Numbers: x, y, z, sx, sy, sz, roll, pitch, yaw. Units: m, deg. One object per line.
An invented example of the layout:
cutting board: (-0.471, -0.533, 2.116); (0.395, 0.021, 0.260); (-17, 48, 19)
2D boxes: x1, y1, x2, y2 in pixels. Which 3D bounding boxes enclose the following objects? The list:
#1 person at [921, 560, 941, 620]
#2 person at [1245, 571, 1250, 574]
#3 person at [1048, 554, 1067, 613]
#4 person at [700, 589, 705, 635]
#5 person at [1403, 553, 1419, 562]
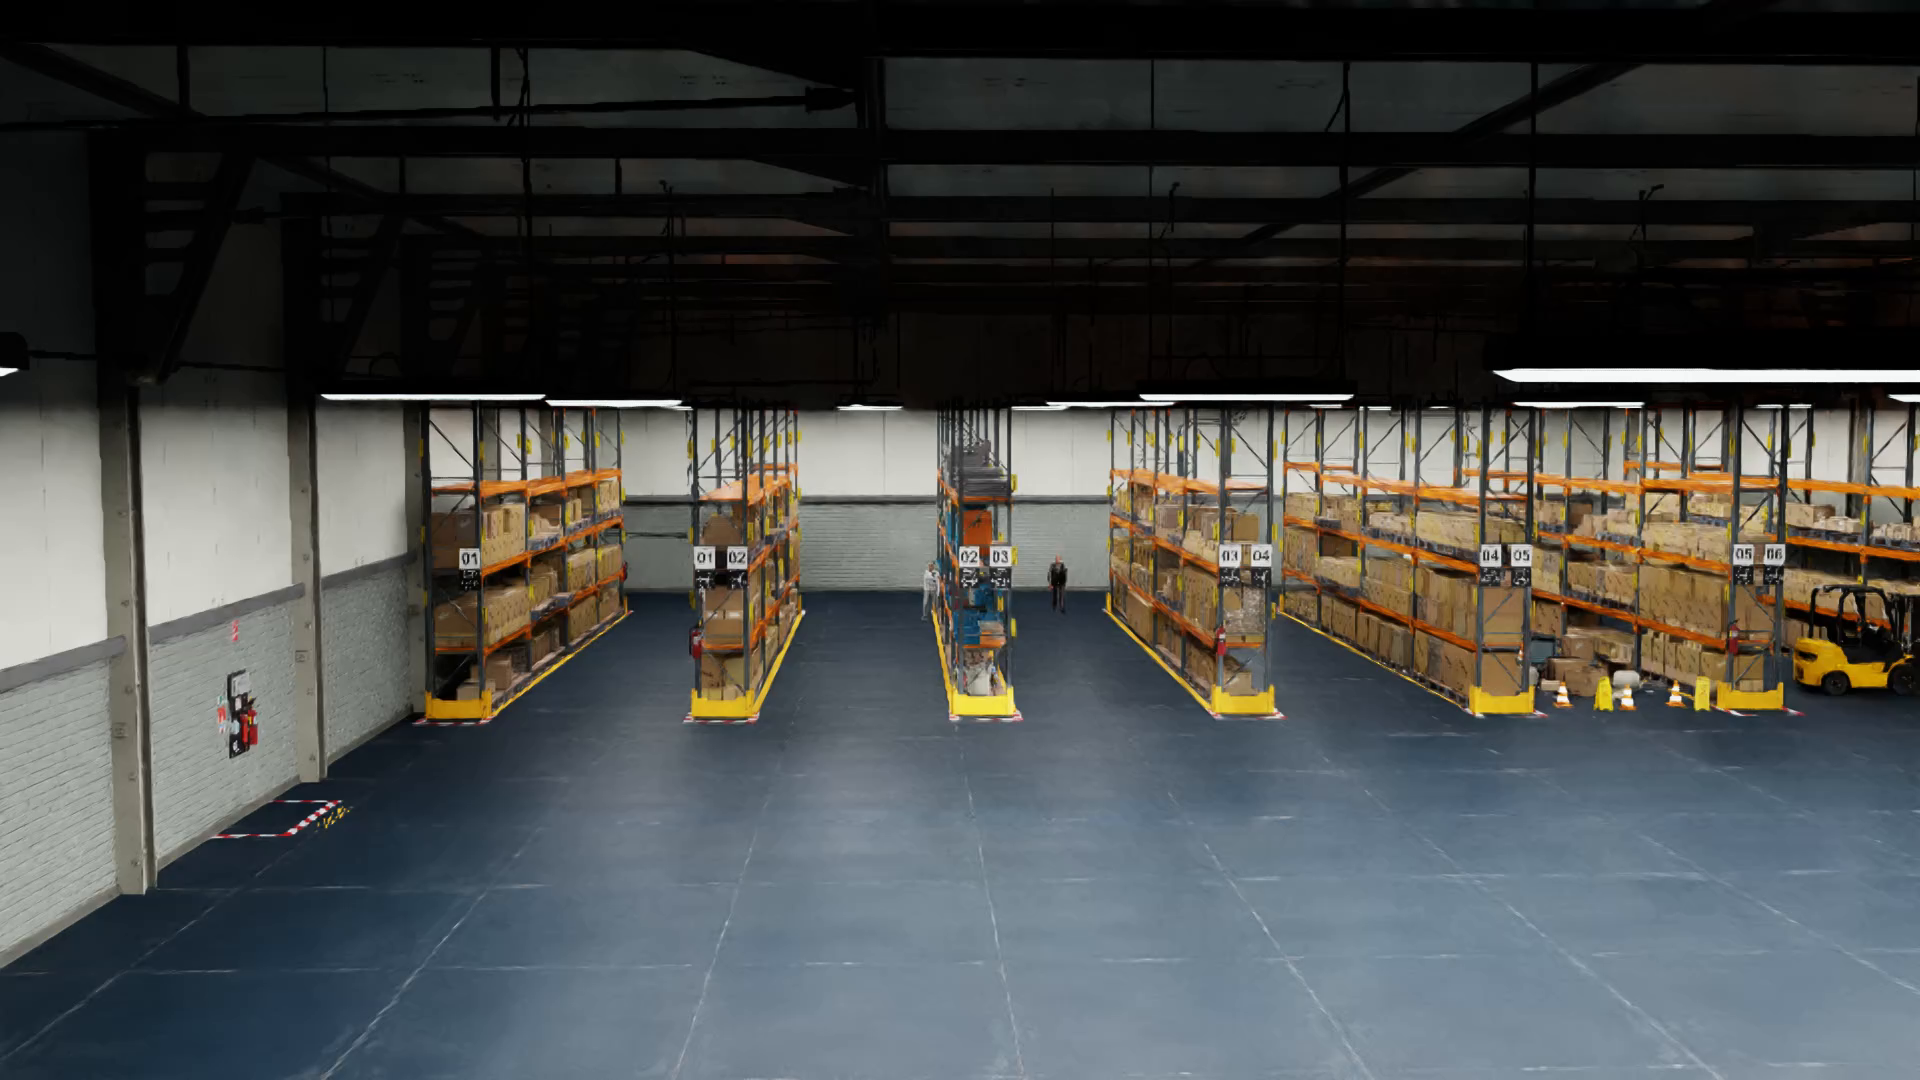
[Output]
person: (-0.764, 1.358, 45.836); (0.507, 1.639, 0.913); (1, 5, 14)
person: (8.027, 1.225, 47.025); (0.713, 1.749, 0.686); (0, 4, 1)
person: (2.778, 1.229, 47.417); (0.543, 1.648, 1.115); (0, 4, 0)
person: (-6.554, 1.587, 42.613); (0.467, 1.677, 0.497); (2, 5, 29)
person: (13.899, 0.902, 51.231); (0.577, 1.746, 0.585); (3, 5, 35)
